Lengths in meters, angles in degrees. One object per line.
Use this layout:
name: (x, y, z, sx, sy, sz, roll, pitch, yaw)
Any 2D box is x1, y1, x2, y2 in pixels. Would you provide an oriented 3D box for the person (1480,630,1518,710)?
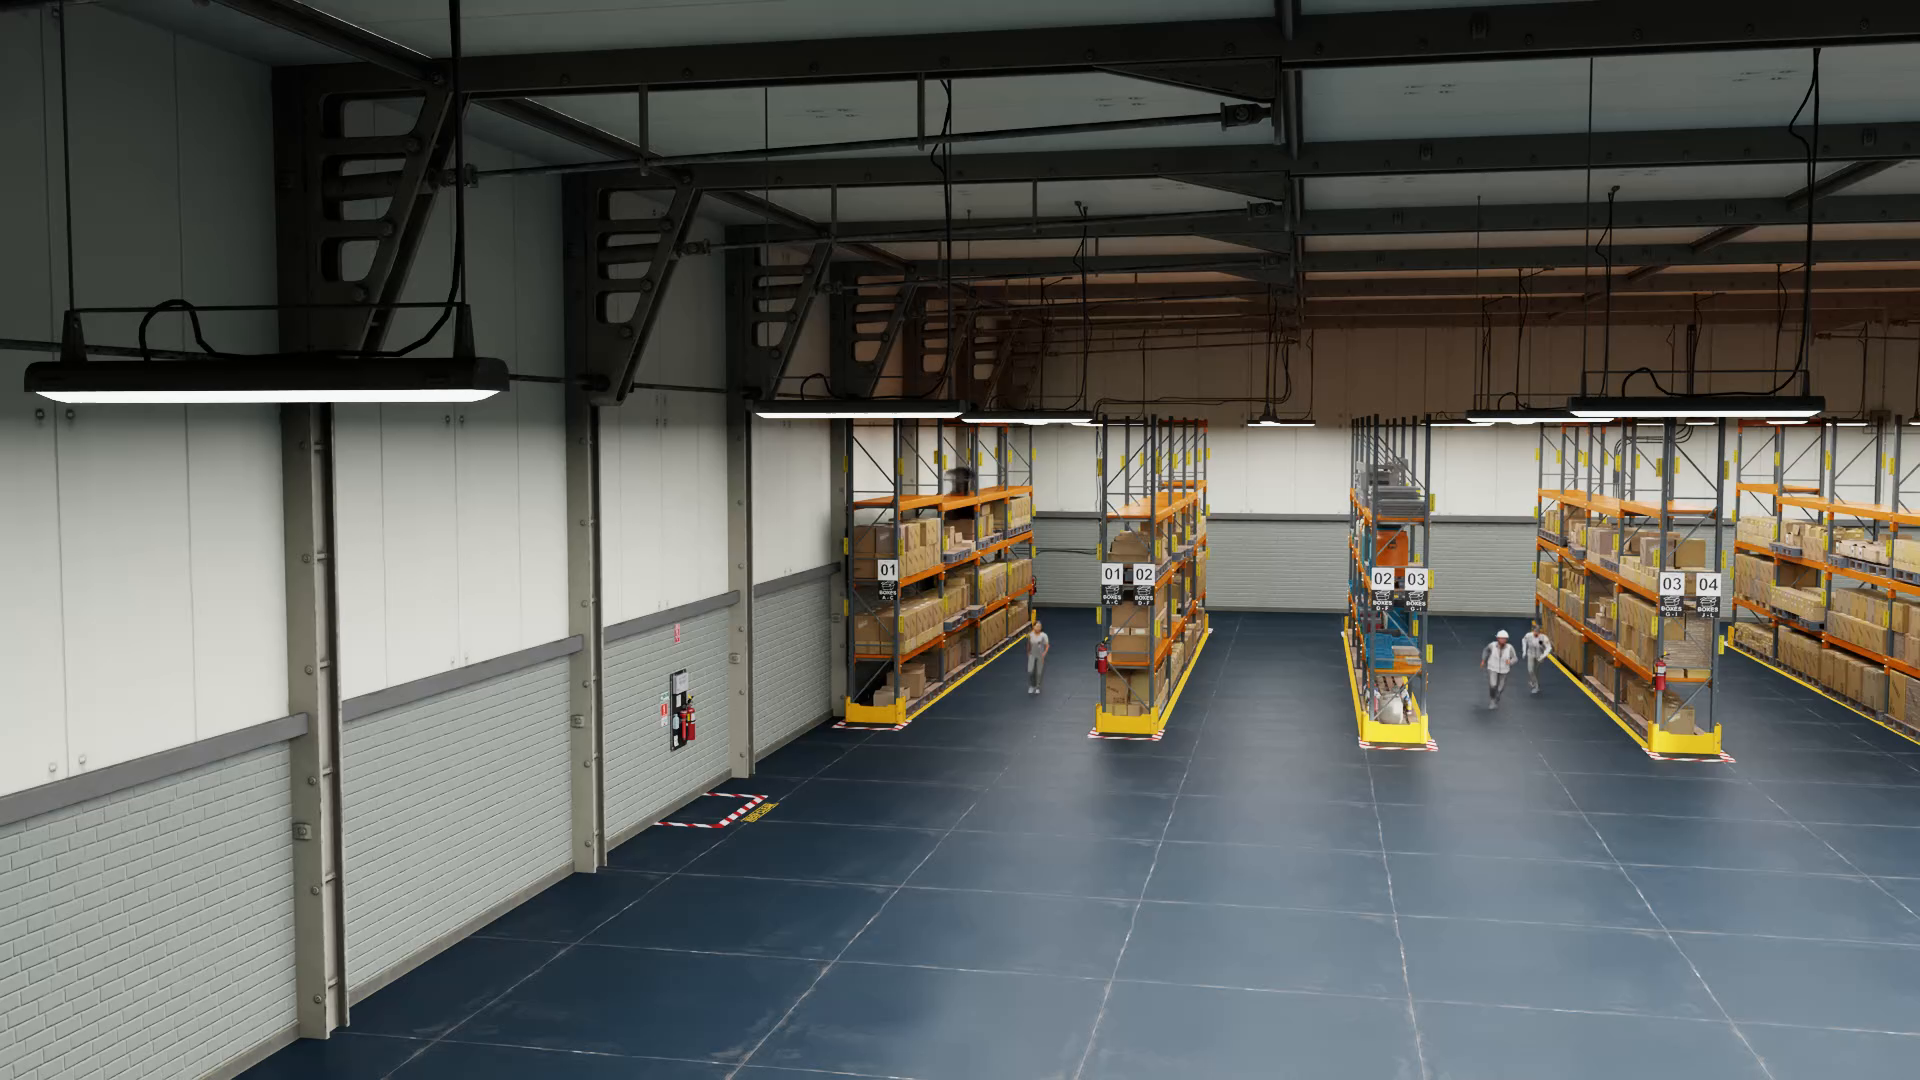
person: (10.943, 2.630, 33.772, 0.660, 1.644, 0.984, 0, 4, 5)

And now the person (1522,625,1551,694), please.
person: (12.584, 2.561, 36.306, 0.611, 1.514, 1.030, 1, 4, 20)

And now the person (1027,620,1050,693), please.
person: (1.665, 2.520, 35.706, 0.536, 1.614, 0.784, 1, 4, 9)
